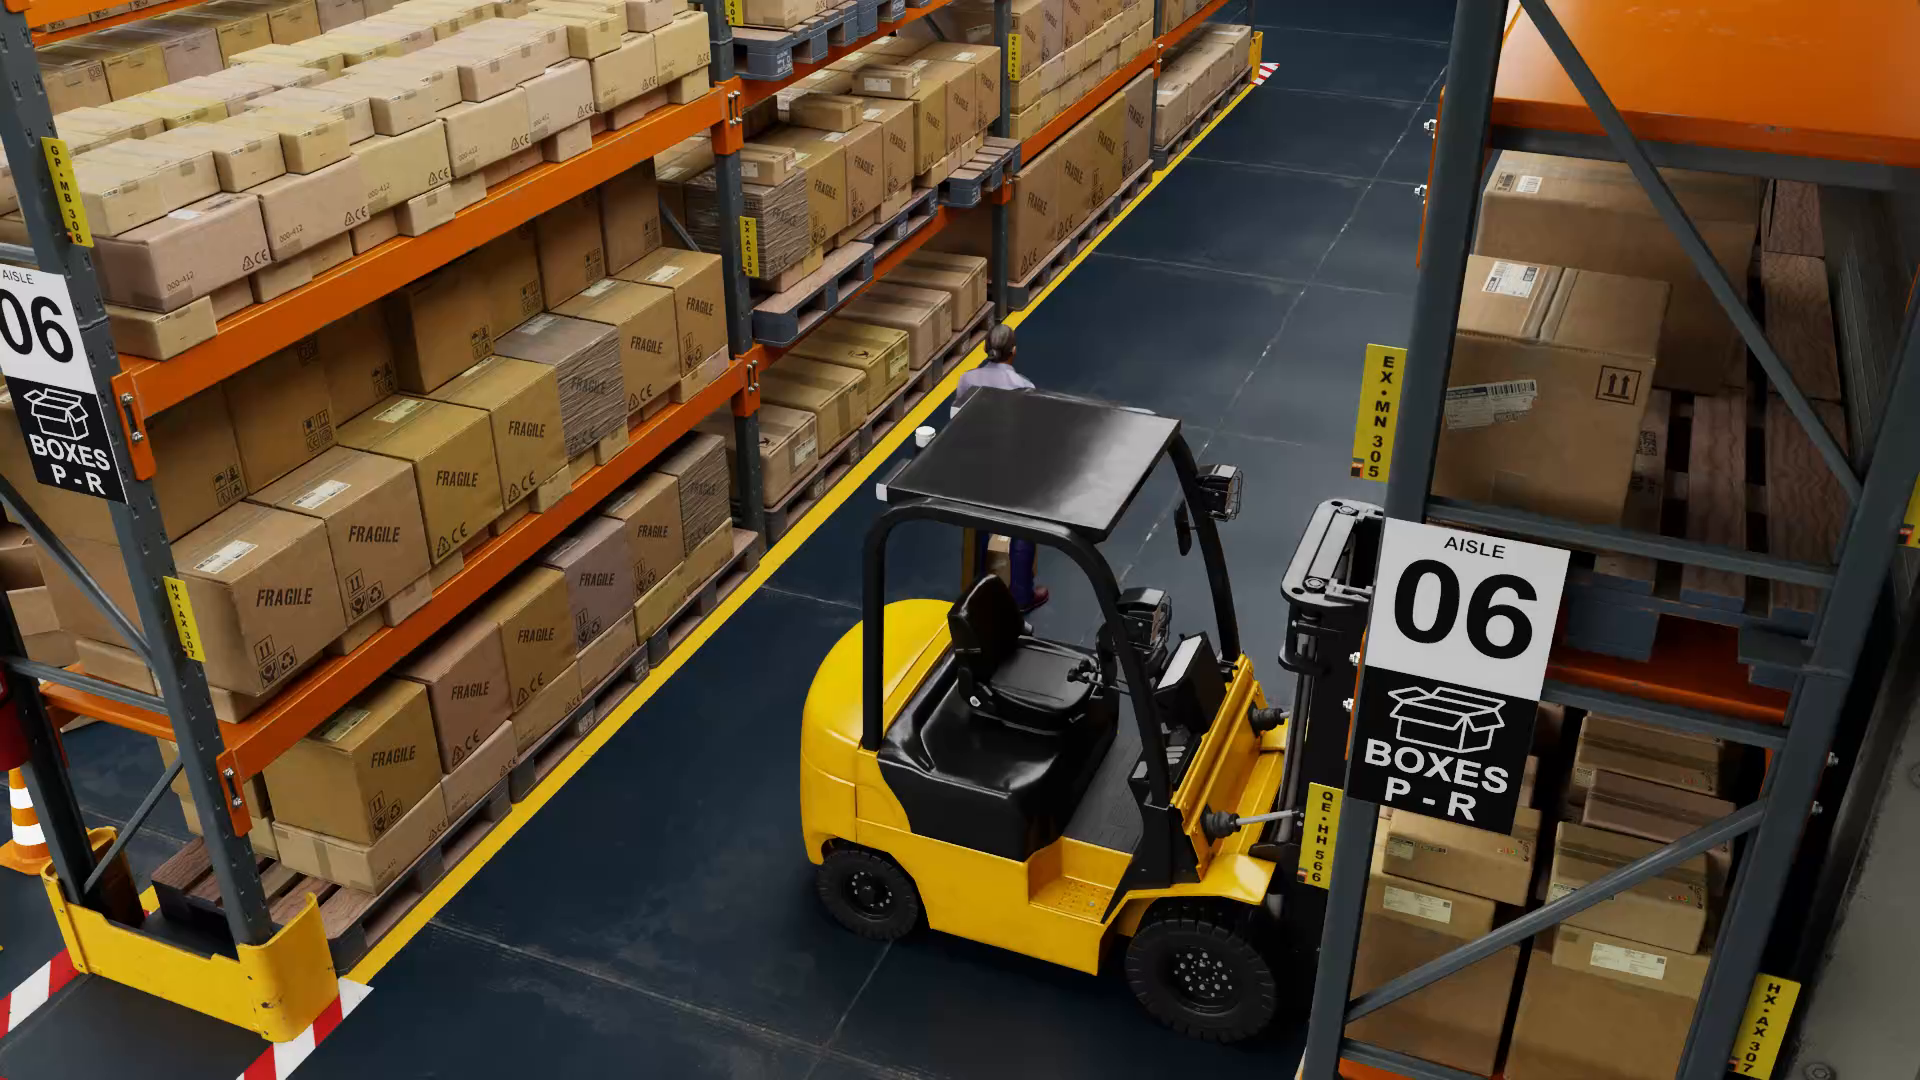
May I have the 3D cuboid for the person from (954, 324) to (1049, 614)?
[{"bbox_3d":[0.211,-0.376,9.054,0.538,1.652,0.371,12,32,19],"label":"person"}]
